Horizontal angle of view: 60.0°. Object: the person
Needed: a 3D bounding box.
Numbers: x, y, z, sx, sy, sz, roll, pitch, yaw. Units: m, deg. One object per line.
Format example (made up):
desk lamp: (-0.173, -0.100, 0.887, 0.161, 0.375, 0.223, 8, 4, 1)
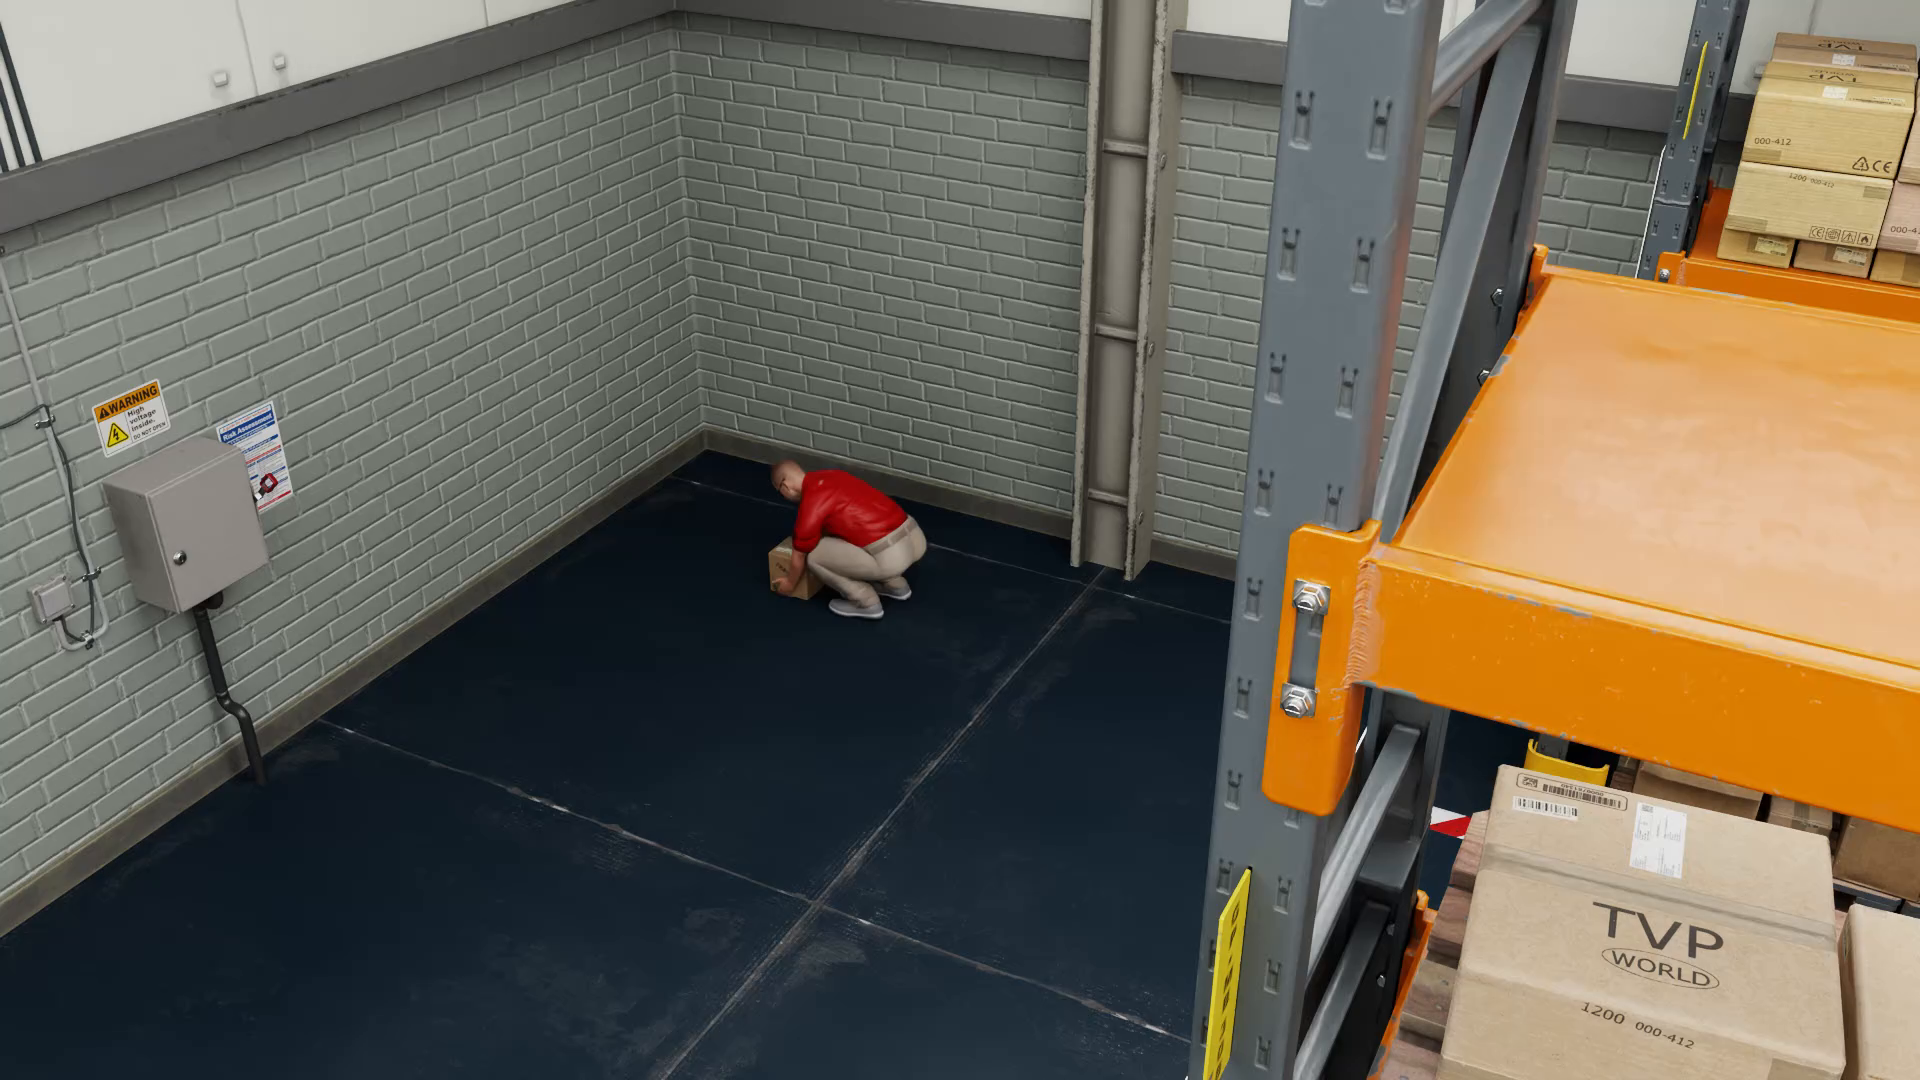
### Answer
person: (-0.627, -0.010, 9.258, 0.864, 0.859, 0.552, 14, 33, 23)
